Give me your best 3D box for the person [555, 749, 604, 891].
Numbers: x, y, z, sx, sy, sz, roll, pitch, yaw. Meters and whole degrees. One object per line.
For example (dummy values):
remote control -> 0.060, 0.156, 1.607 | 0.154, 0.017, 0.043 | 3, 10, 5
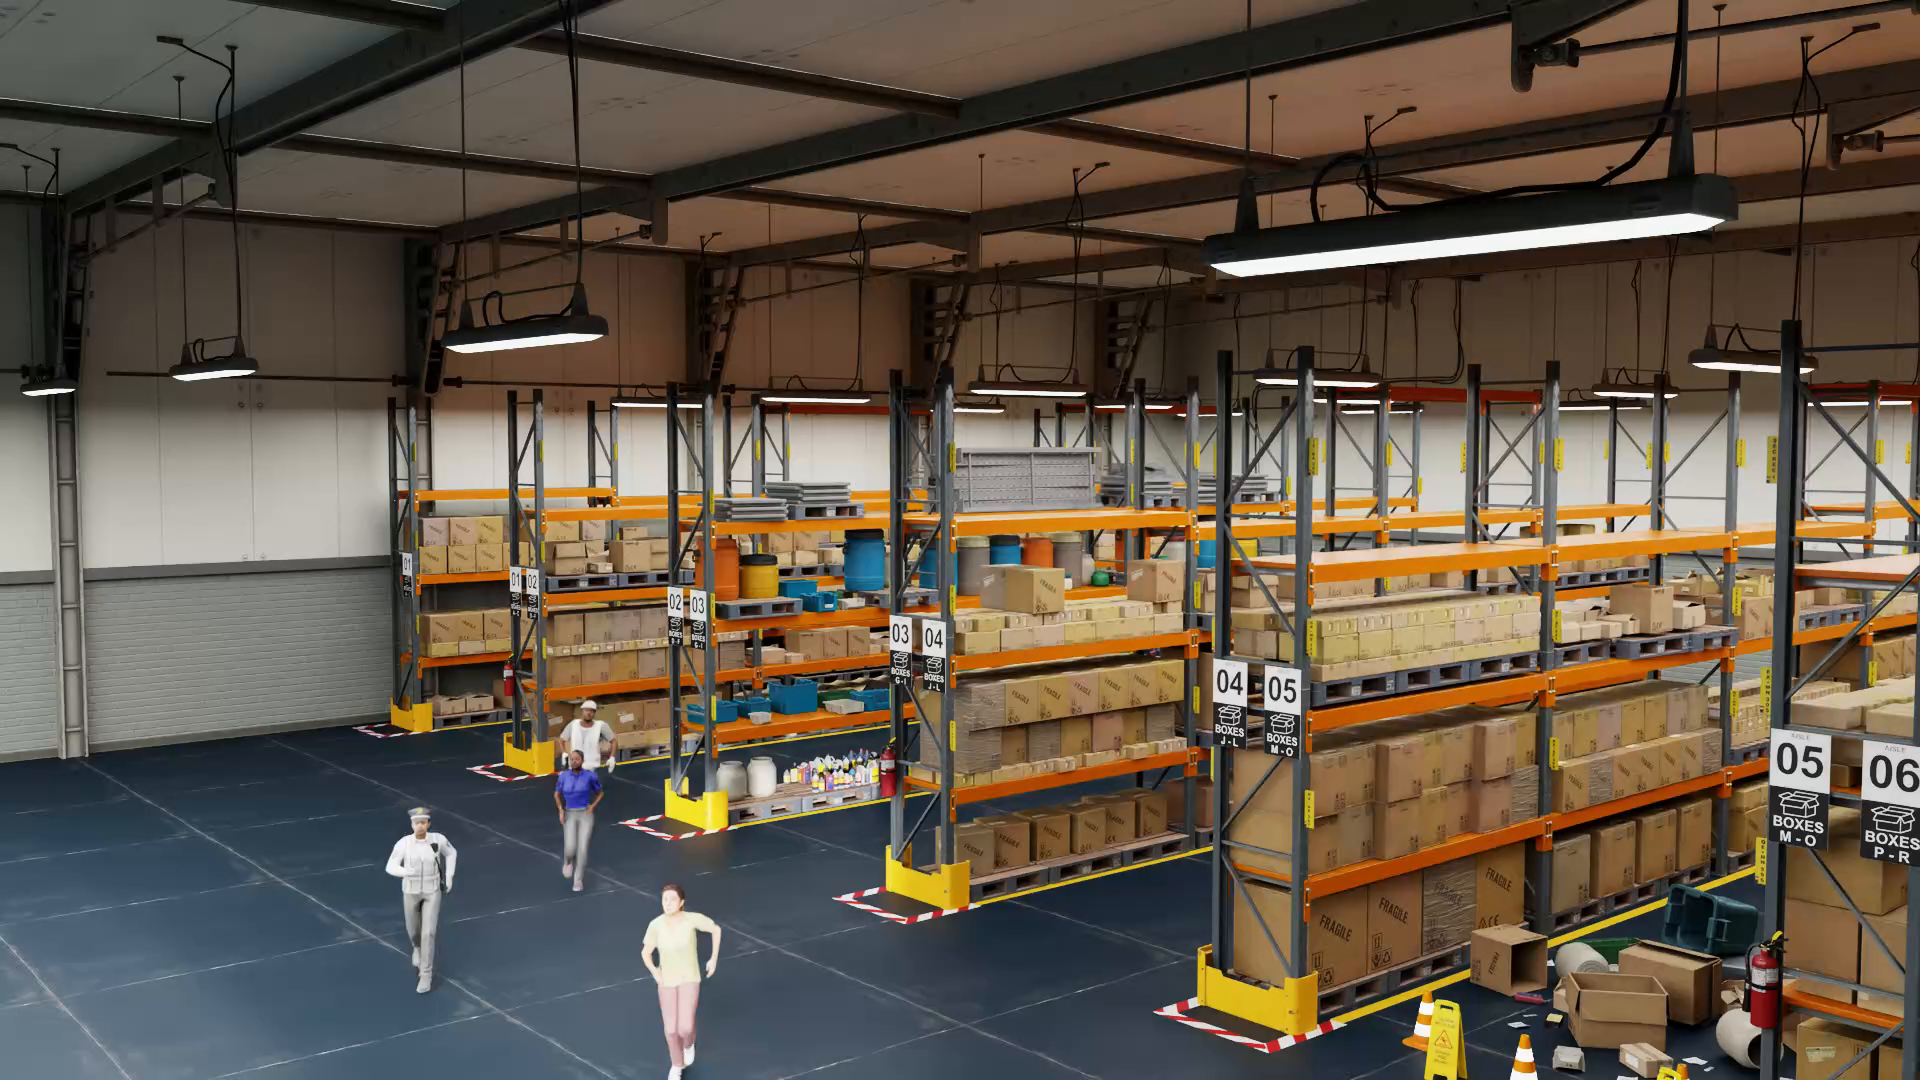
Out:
person -> -4.421, 3.244, 19.313 | 0.570, 1.612, 0.591 | 0, 3, -8

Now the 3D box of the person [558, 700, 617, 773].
person -> -4.971, 3.005, 21.995 | 0.750, 1.766, 0.601 | 0, 3, 7

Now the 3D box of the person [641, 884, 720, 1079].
person -> -2.257, 3.571, 13.382 | 0.599, 1.627, 0.667 | 0, 3, 3

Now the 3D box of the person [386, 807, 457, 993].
person -> -5.158, 3.369, 15.888 | 0.594, 1.682, 0.899 | -1, 3, -15
